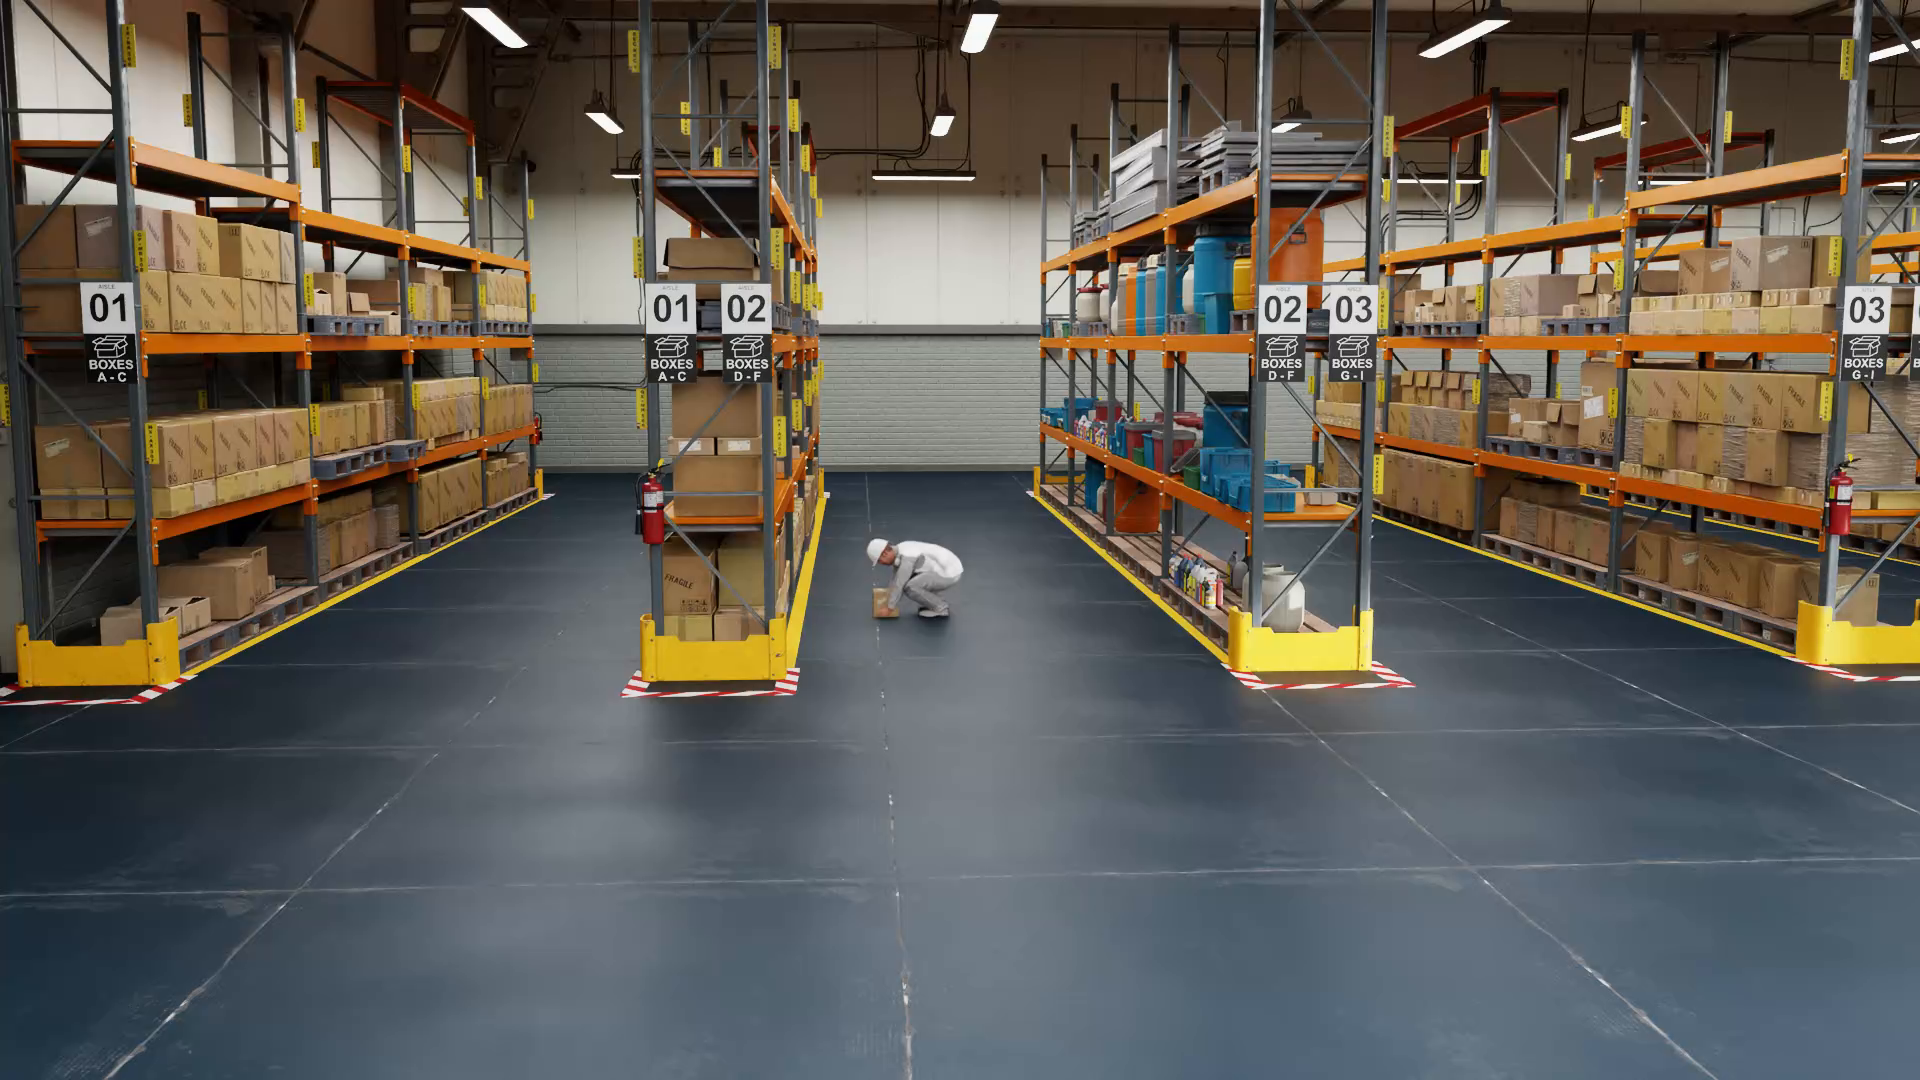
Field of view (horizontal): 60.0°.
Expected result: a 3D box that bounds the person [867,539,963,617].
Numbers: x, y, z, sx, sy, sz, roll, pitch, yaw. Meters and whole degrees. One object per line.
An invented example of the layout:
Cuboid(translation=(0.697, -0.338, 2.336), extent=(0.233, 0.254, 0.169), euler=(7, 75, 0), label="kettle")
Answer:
Cuboid(translation=(-0.452, 0.407, 16.748), extent=(0.964, 0.854, 0.521), euler=(-1, 7, -4), label="person")
